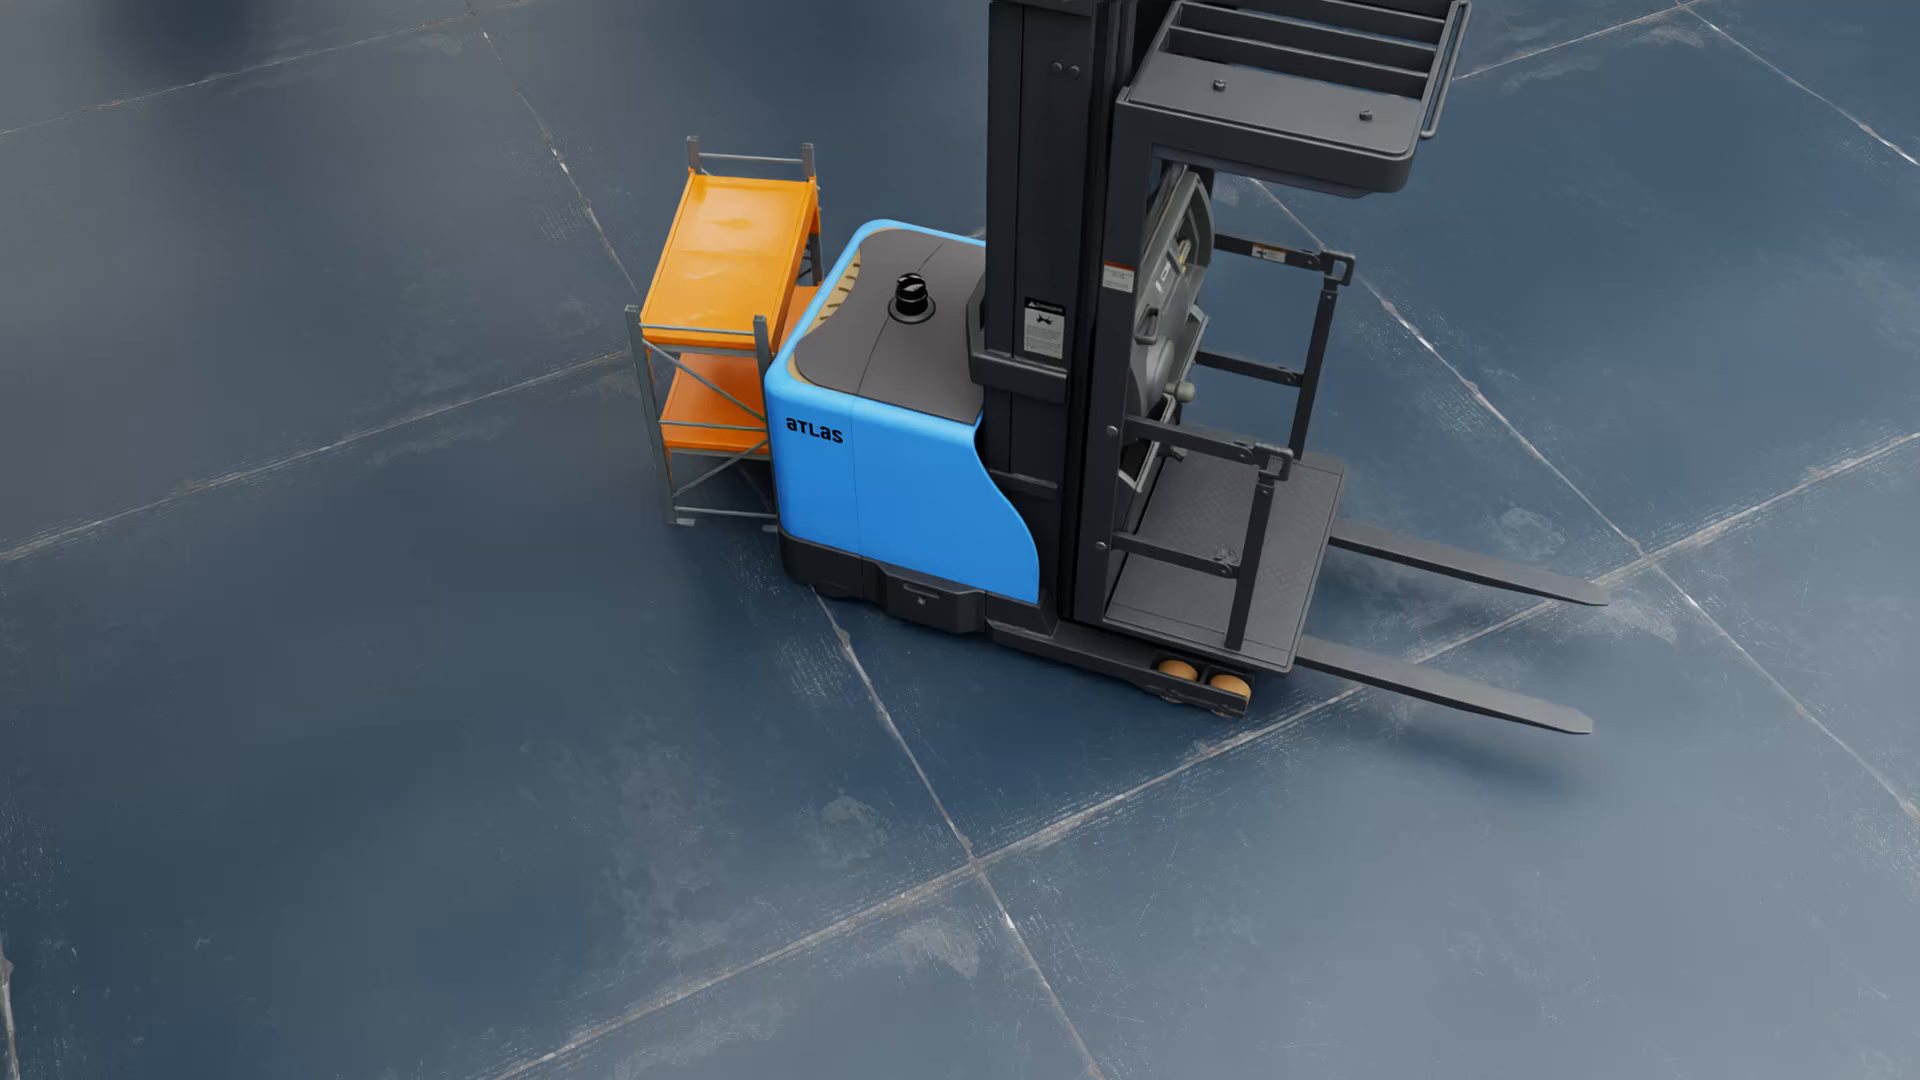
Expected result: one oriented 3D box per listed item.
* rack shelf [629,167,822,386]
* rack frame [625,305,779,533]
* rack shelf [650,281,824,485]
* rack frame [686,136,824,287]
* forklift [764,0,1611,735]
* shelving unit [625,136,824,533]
[{"bbox_3d":[-0.877,-1.001,6.382,0.538,0.278,1.000,5,49,4],"label":"rack shelf"},{"bbox_3d":[-0.931,-0.428,6.270,0.500,1.125,0.032,5,49,4],"label":"rack frame"},{"bbox_3d":[-0.877,-0.647,6.786,0.538,0.278,1.000,5,49,4],"label":"rack shelf"},{"bbox_3d":[-0.823,-1.189,6.935,0.500,1.125,0.032,5,49,4],"label":"rack frame"},{"bbox_3d":[0.879,-0.772,5.371,3.031,2.935,1.130,15,51,13],"label":"forklift"},{"bbox_3d":[-0.877,-0.808,6.602,0.538,1.125,1.048,5,49,4],"label":"shelving unit"}]
